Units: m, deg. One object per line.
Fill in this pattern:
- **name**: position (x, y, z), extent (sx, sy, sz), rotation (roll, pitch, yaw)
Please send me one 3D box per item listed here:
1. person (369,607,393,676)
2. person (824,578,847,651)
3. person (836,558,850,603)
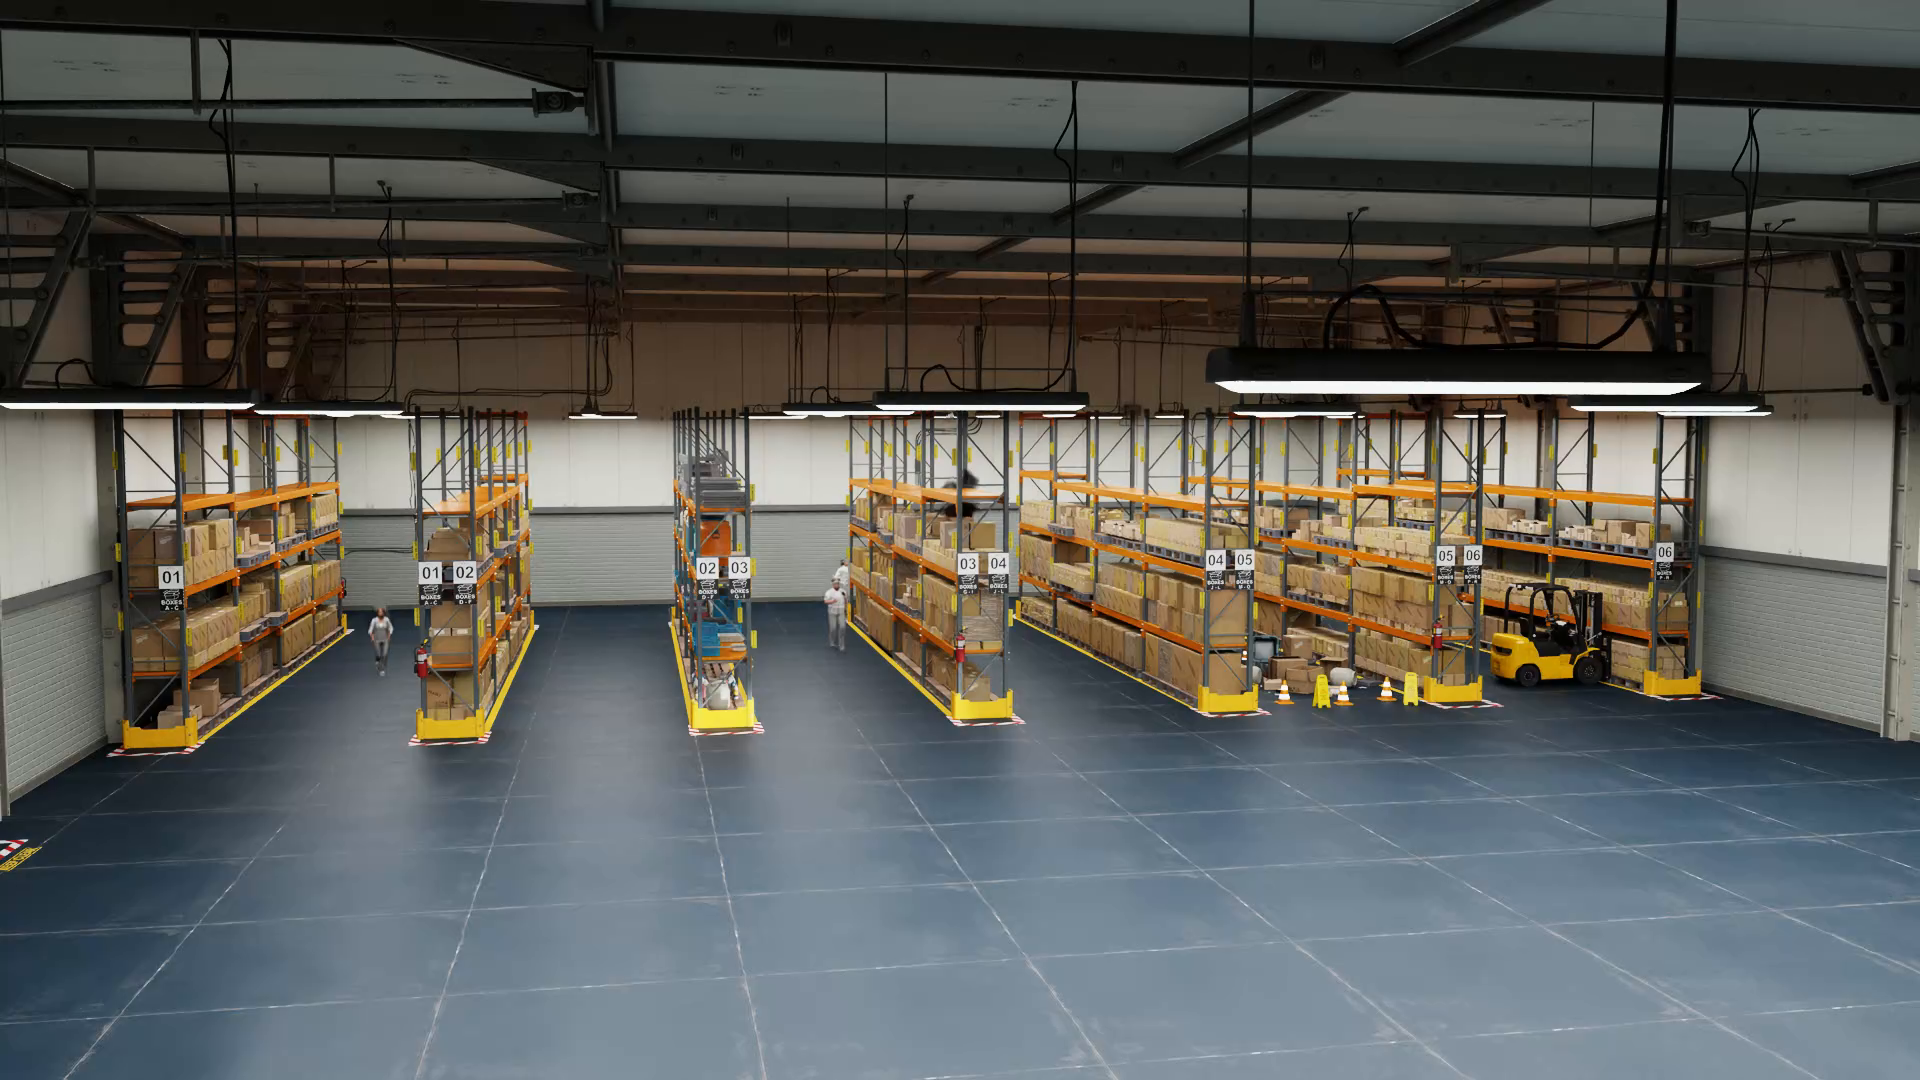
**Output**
- **person**: position (-13.090, 2.285, 37.581), extent (0.500, 1.554, 0.555), rotation (-2, 4, -24)
- **person**: position (-3.103, 1.861, 41.828), extent (0.642, 1.840, 0.762), rotation (-1, 4, -16)
- **person**: position (-3.453, 1.357, 49.539), extent (0.783, 1.703, 0.620), rotation (1, 4, 12)
